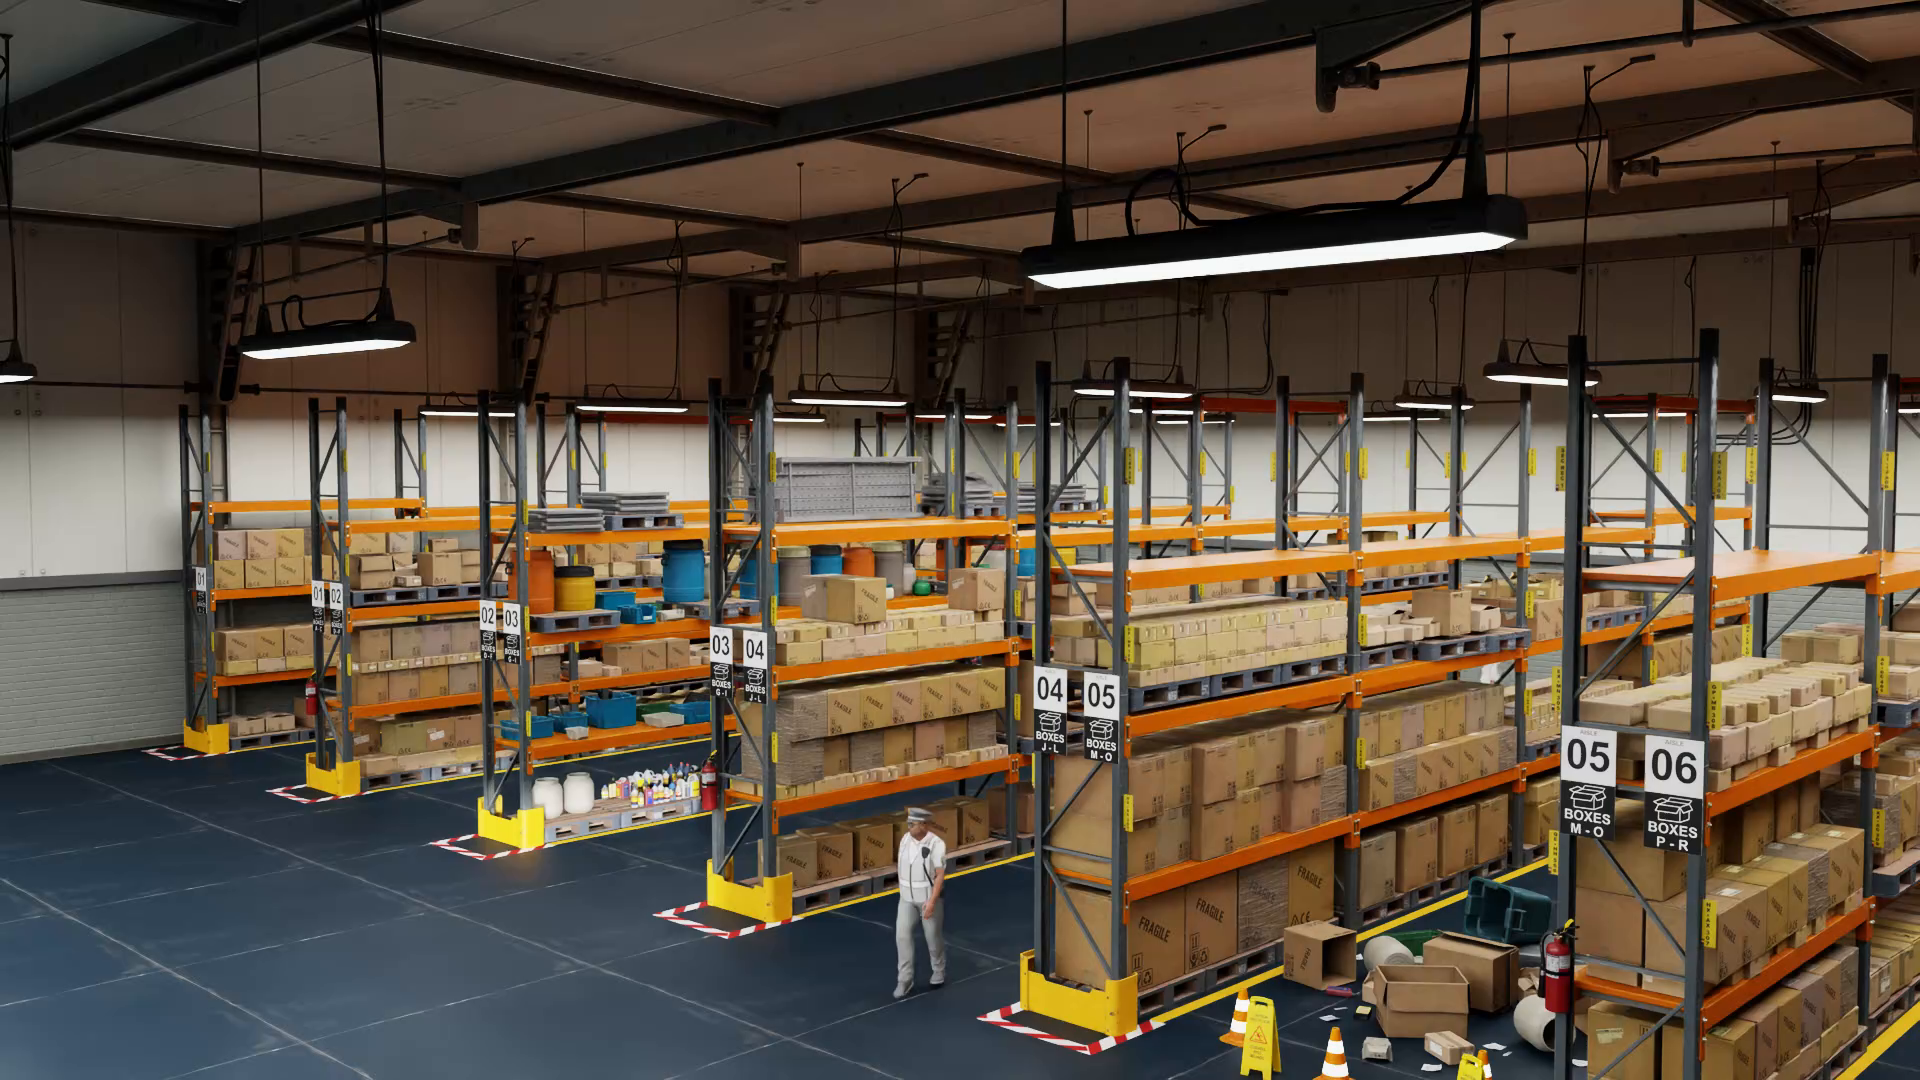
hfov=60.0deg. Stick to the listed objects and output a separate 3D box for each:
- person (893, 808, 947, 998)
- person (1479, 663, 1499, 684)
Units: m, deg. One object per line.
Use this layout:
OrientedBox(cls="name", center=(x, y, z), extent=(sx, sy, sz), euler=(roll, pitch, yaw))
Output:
OrientedBox(cls="person", center=(-0.385, 3.481, 15.995), extent=(0.556, 1.818, 0.726), euler=(2, 3, 27))
OrientedBox(cls="person", center=(10.091, 2.610, 31.508), extent=(0.832, 1.757, 0.592), euler=(0, 3, 7))
